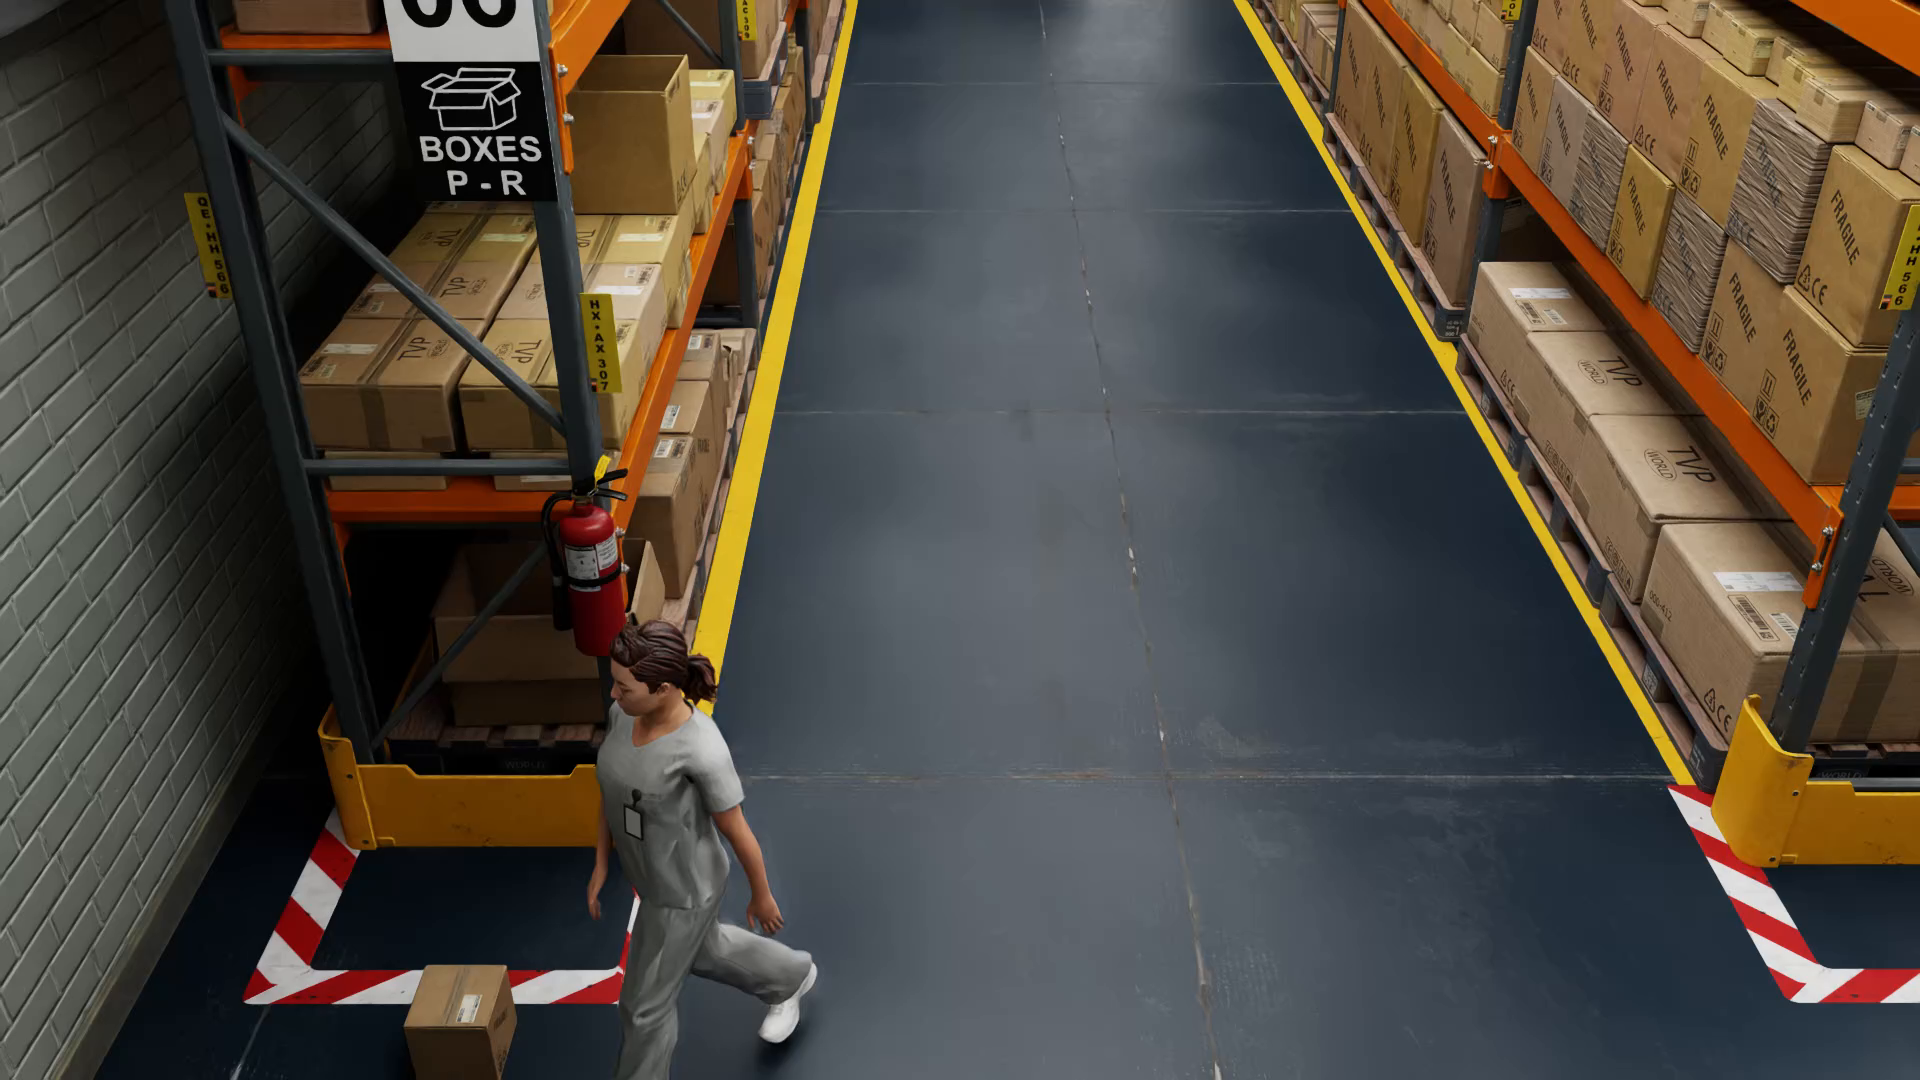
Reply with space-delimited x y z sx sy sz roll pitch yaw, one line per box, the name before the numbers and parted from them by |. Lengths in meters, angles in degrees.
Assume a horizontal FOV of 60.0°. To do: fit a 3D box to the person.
person | -0.797 0.938 4.631 0.940 1.634 0.506 -22 38 -32
